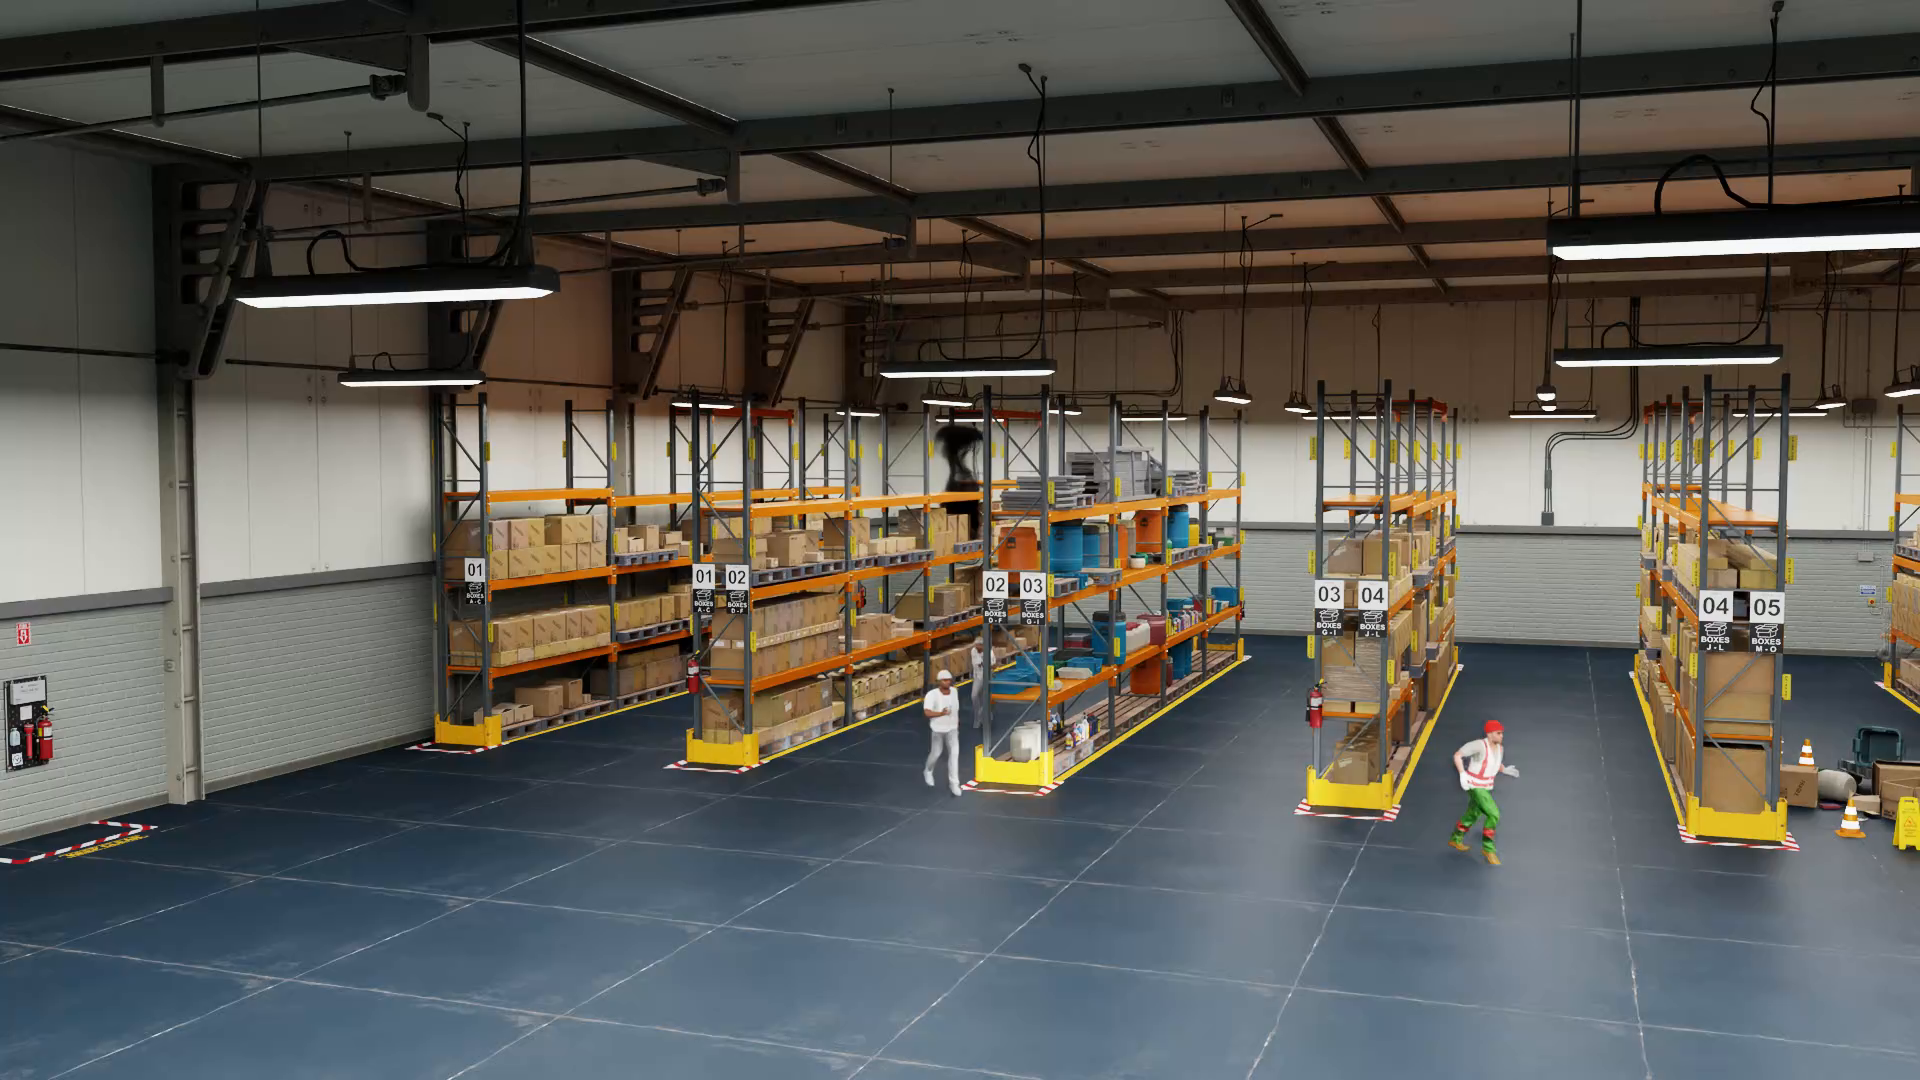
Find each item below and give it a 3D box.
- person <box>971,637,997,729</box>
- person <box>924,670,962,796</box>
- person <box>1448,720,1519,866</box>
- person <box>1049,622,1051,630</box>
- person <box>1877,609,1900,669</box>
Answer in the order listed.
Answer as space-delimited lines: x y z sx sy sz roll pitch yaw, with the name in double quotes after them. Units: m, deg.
0.446 2.570 30.358 0.573 1.690 0.925 1 3 16 "person"
-0.252 2.789 24.414 0.688 1.781 0.949 -2 3 -26 "person"
6.344 3.060 20.365 0.671 1.776 0.911 -2 4 -37 "person"
2.060 1.920 42.776 0.580 1.609 0.529 -3 4 -41 "person"
20.298 2.284 36.221 0.552 1.567 0.567 2 3 27 "person"
